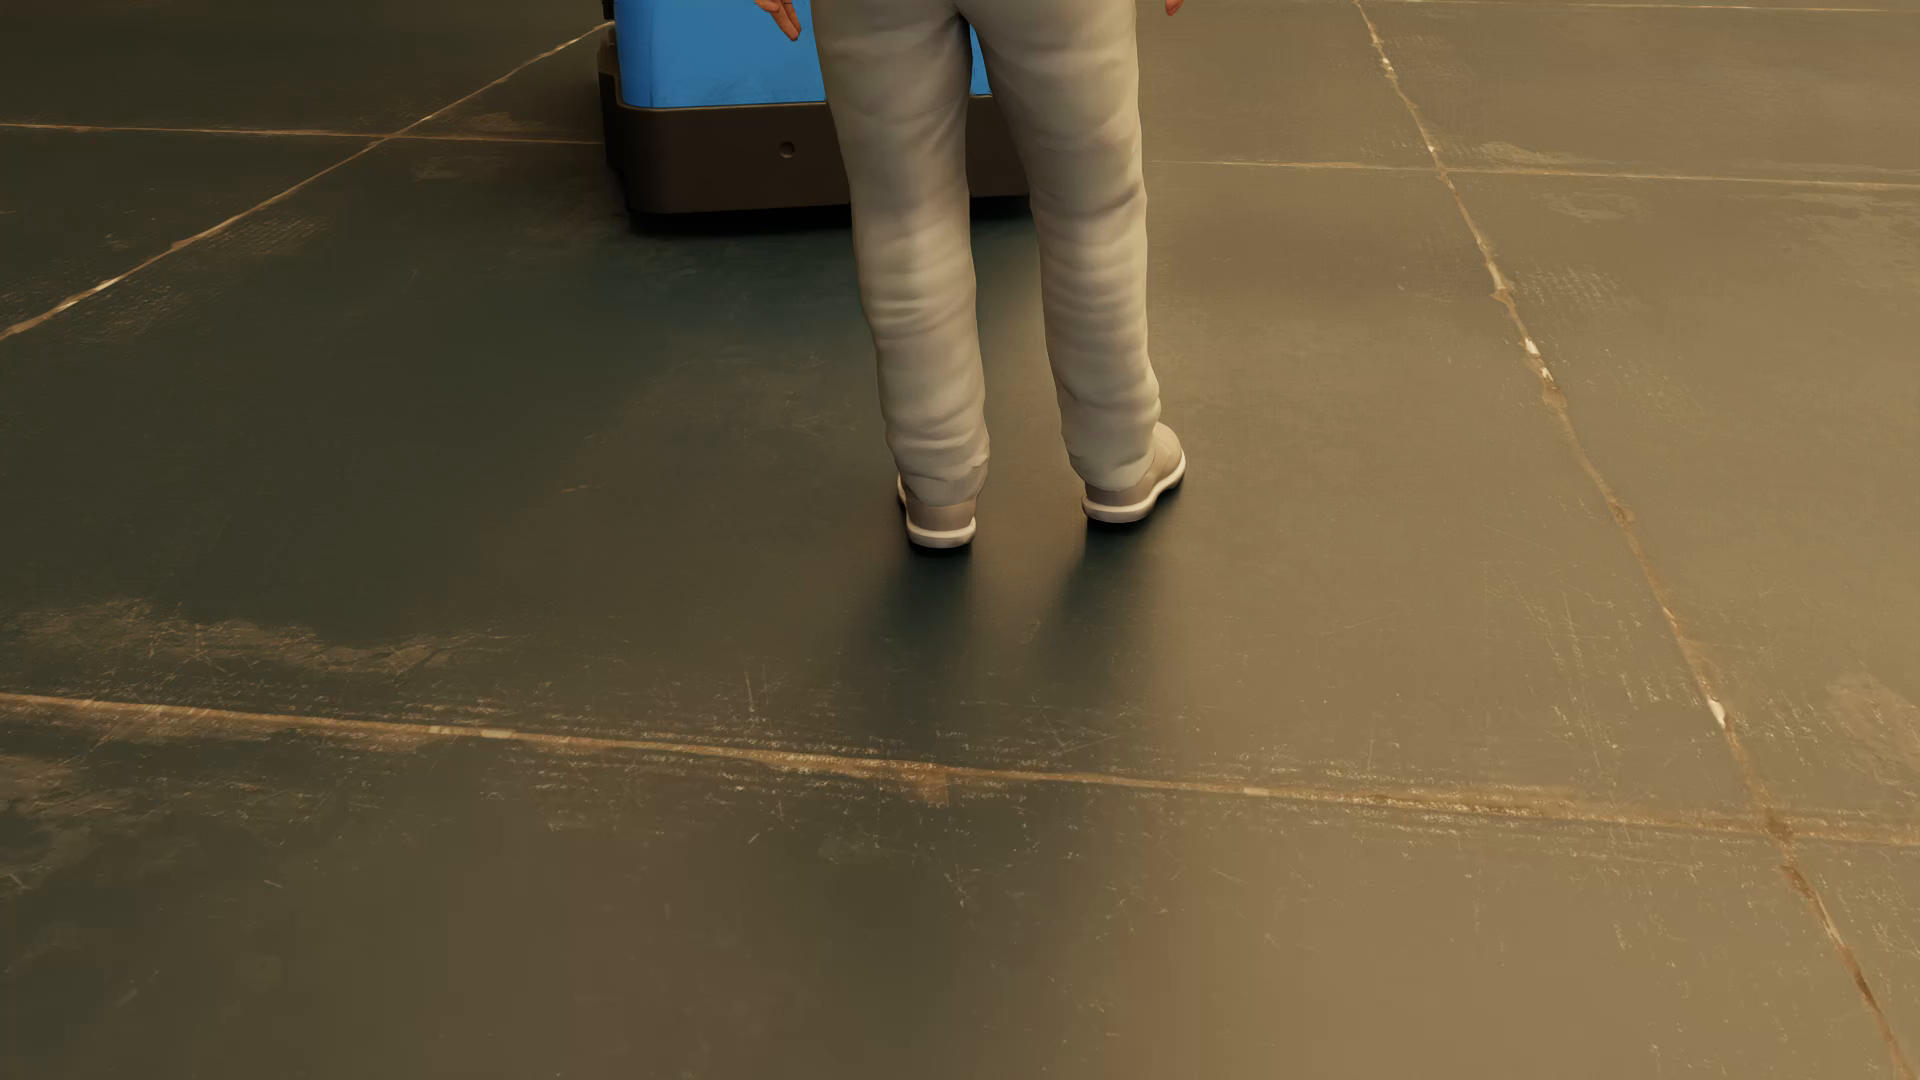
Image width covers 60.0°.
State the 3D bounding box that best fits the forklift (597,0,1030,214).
[{"bbox_3d":[-0.554,-2.701,4.632,1.130,2.935,3.031,-5,27,-10],"label":"forklift"}]

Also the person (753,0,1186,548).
[{"bbox_3d":[0.021,-0.839,2.167,0.641,1.781,0.574,3,27,7],"label":"person"}]
